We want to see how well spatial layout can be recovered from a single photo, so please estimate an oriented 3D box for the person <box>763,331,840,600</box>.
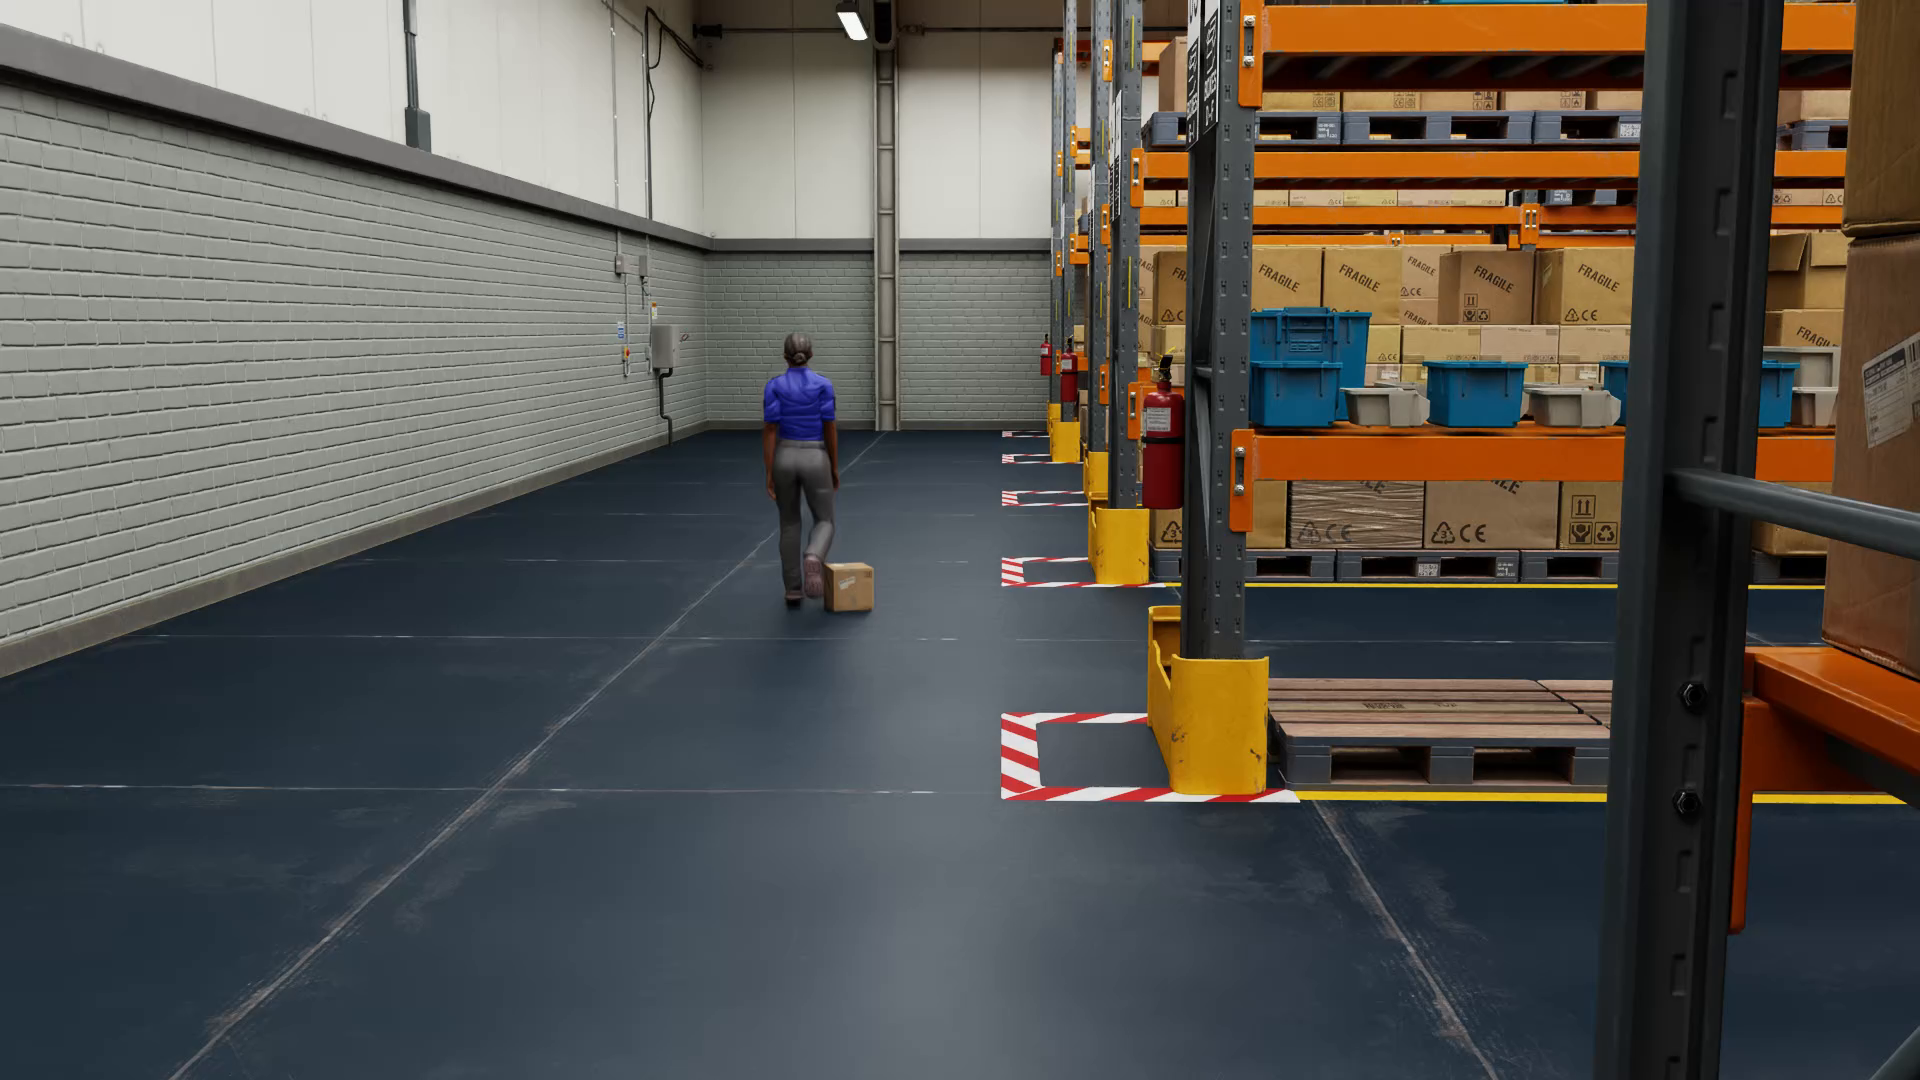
[{"bbox_3d":[-0.953,-0.421,9.960,0.447,1.645,0.651,0,7,0],"label":"person"}]
